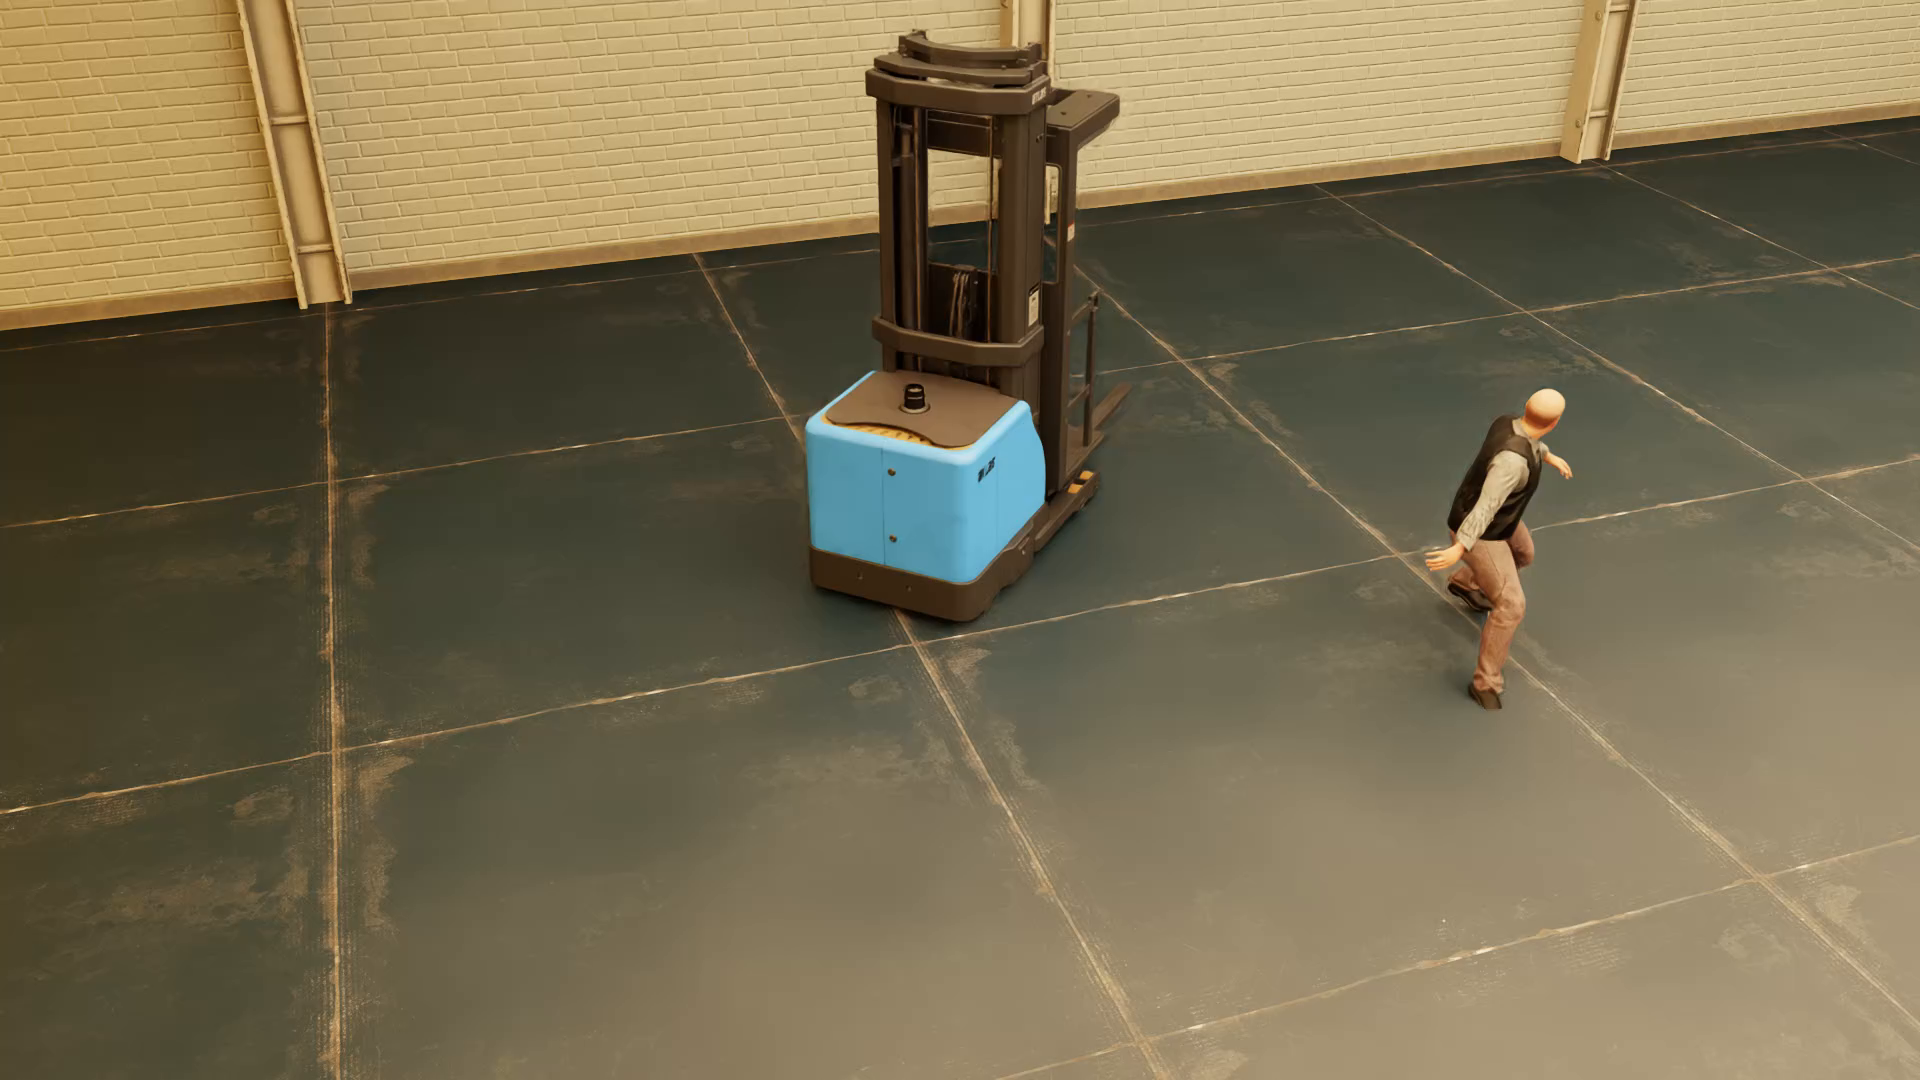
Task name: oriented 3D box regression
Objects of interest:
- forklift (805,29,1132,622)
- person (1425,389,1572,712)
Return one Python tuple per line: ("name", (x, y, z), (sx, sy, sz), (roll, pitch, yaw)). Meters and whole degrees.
("forklift", (0.230, -1.537, 9.759), (1.130, 2.935, 3.031), (13, 32, 22))
("person", (2.772, -0.010, 8.583), (0.552, 1.670, 1.079), (13, 32, 22))
